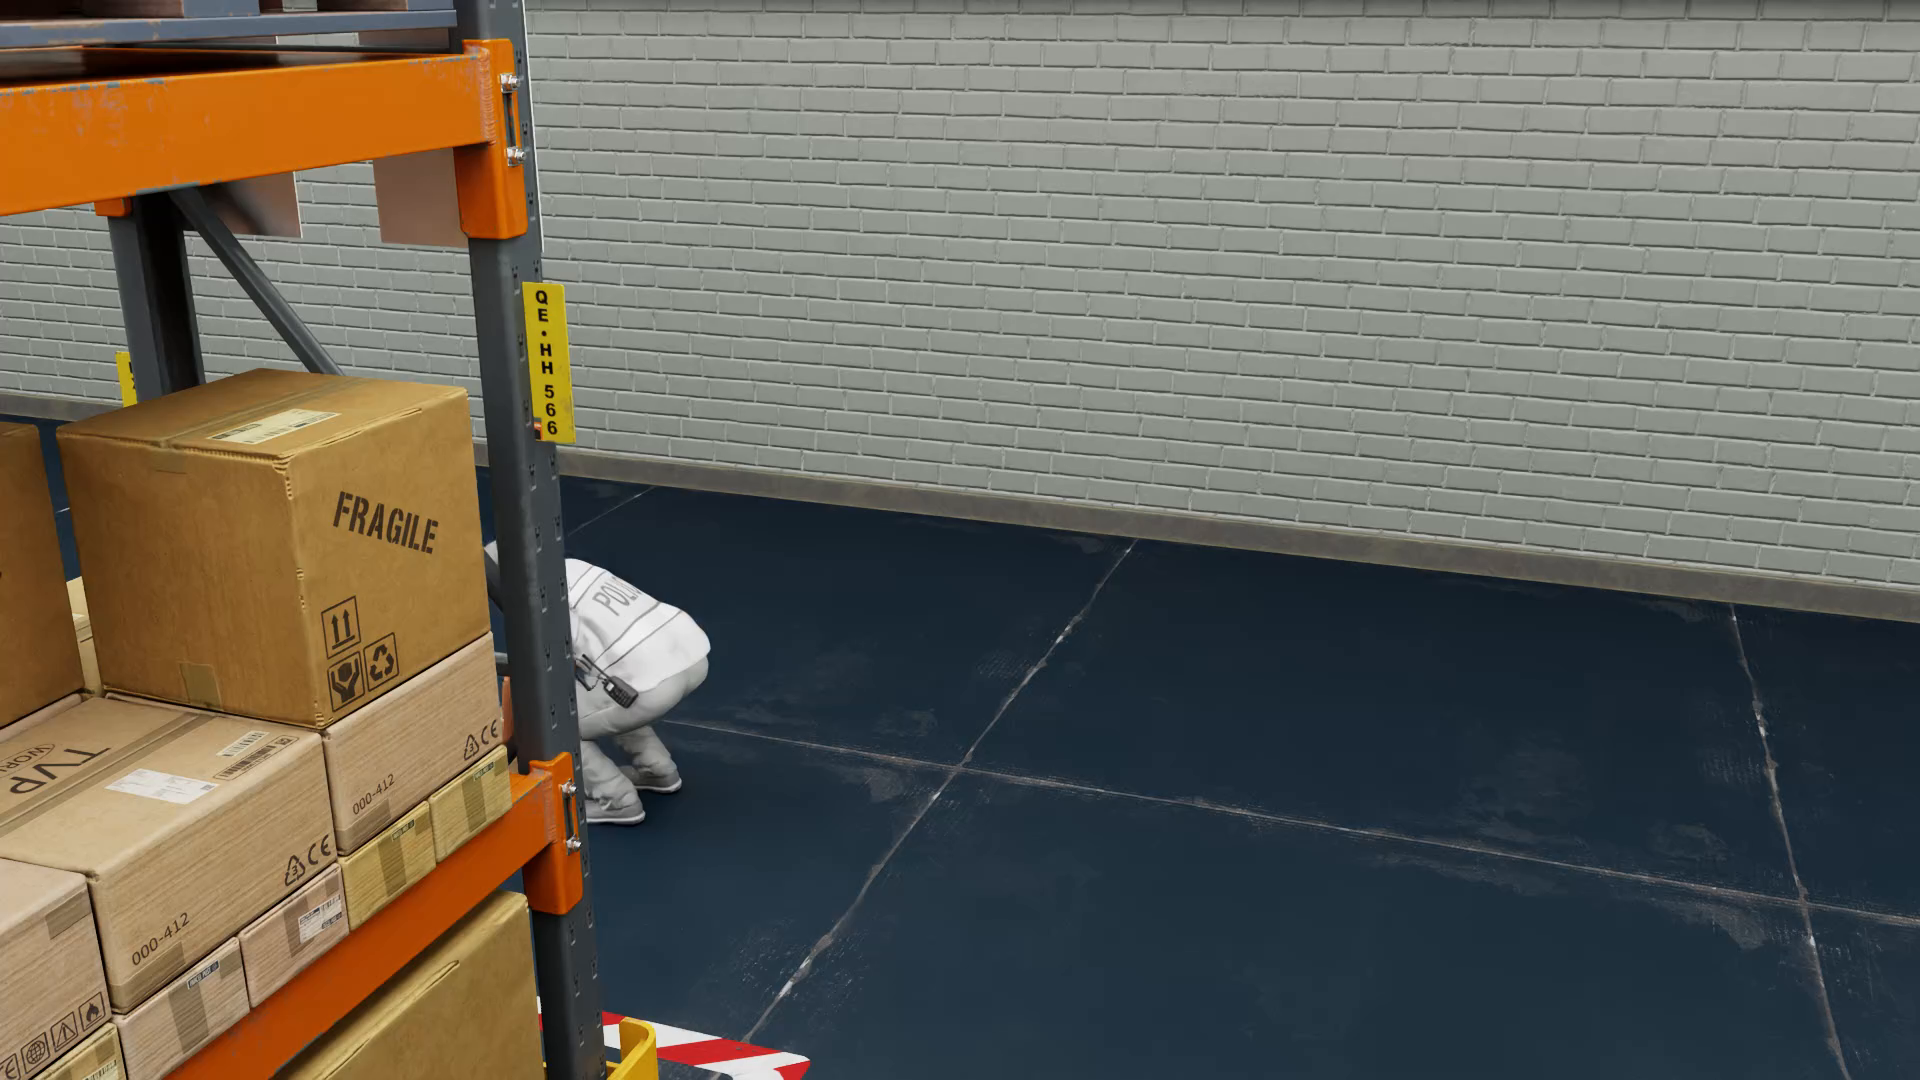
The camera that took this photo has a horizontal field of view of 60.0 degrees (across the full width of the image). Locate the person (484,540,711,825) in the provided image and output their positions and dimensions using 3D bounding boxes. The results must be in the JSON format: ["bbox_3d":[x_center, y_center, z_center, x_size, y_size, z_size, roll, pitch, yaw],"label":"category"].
[{"bbox_3d":[-1.348,0.504,6.096,0.844,1.016,0.527,6,20,18],"label":"person"}]
